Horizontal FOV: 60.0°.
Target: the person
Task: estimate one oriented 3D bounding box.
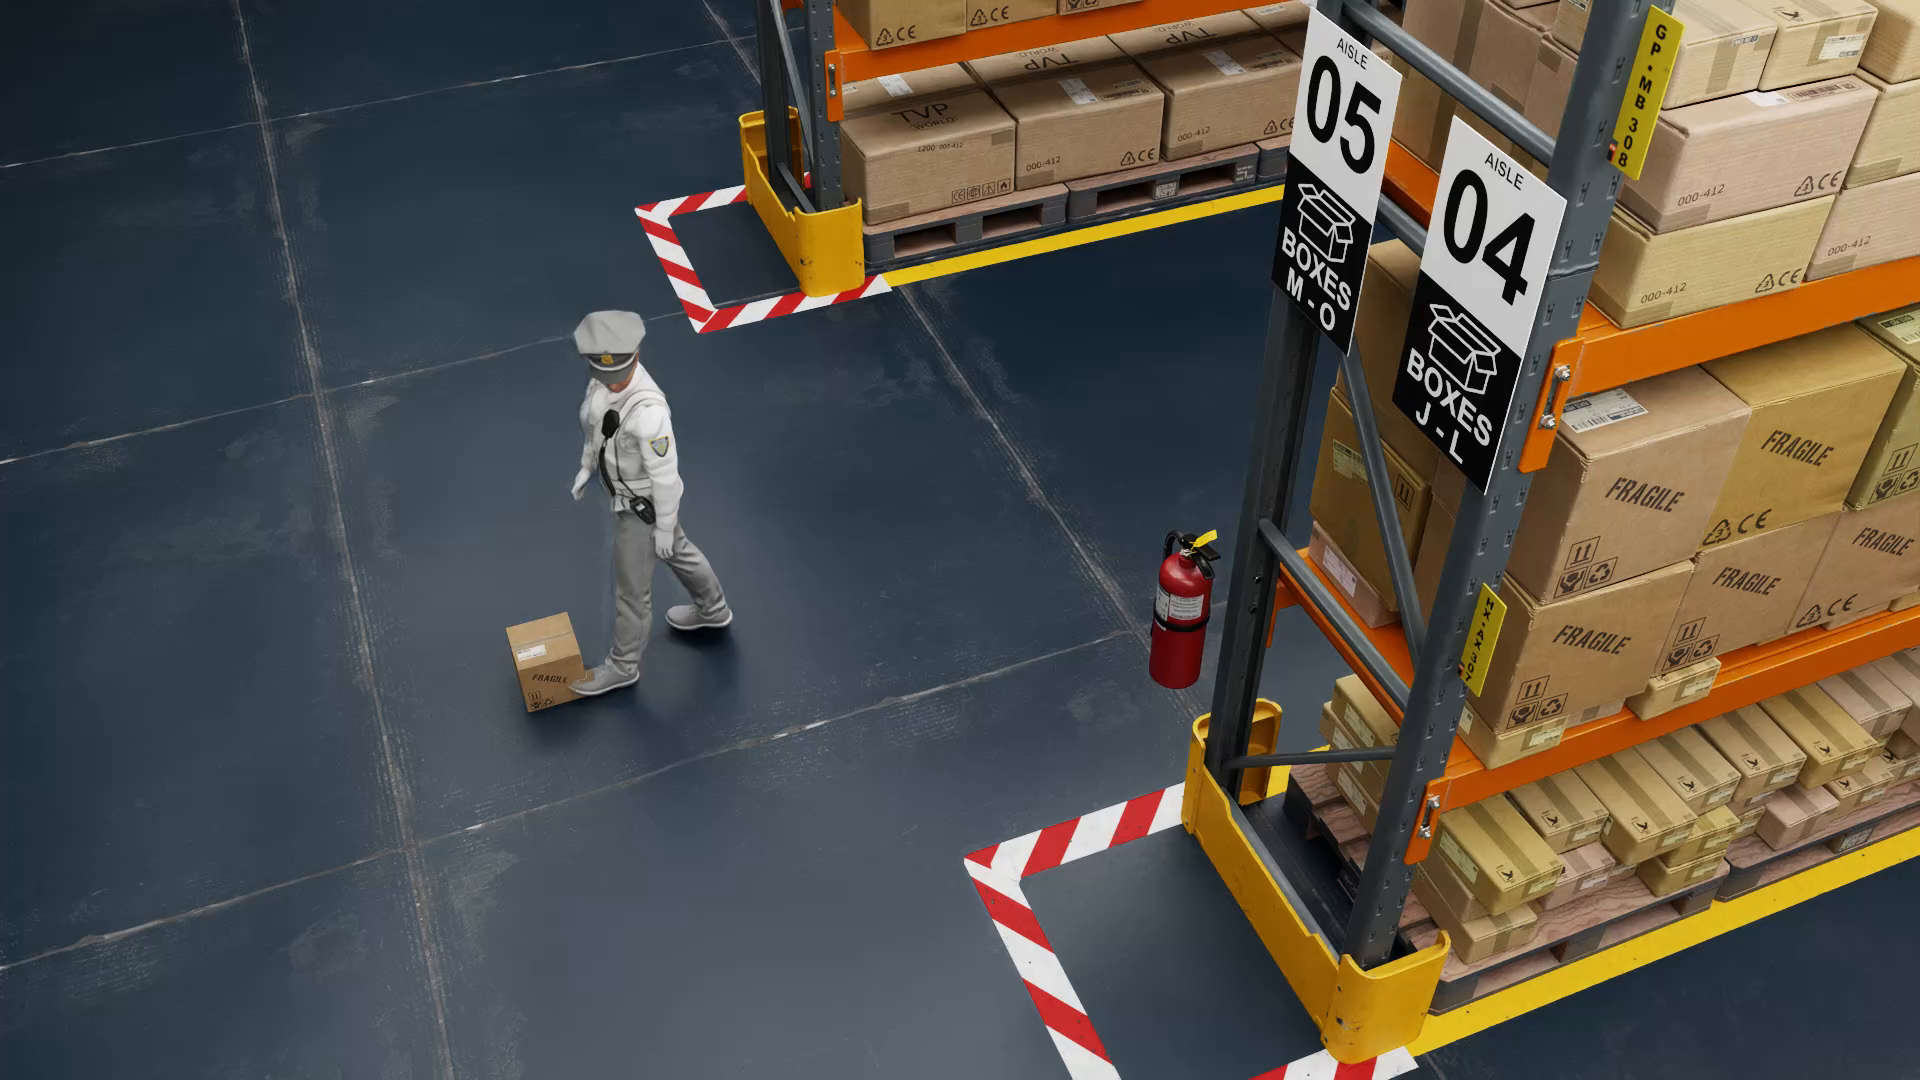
[{"bbox_3d":[-1.275,-0.152,6.302,0.725,1.646,0.521,-15,44,-16],"label":"person"}]
